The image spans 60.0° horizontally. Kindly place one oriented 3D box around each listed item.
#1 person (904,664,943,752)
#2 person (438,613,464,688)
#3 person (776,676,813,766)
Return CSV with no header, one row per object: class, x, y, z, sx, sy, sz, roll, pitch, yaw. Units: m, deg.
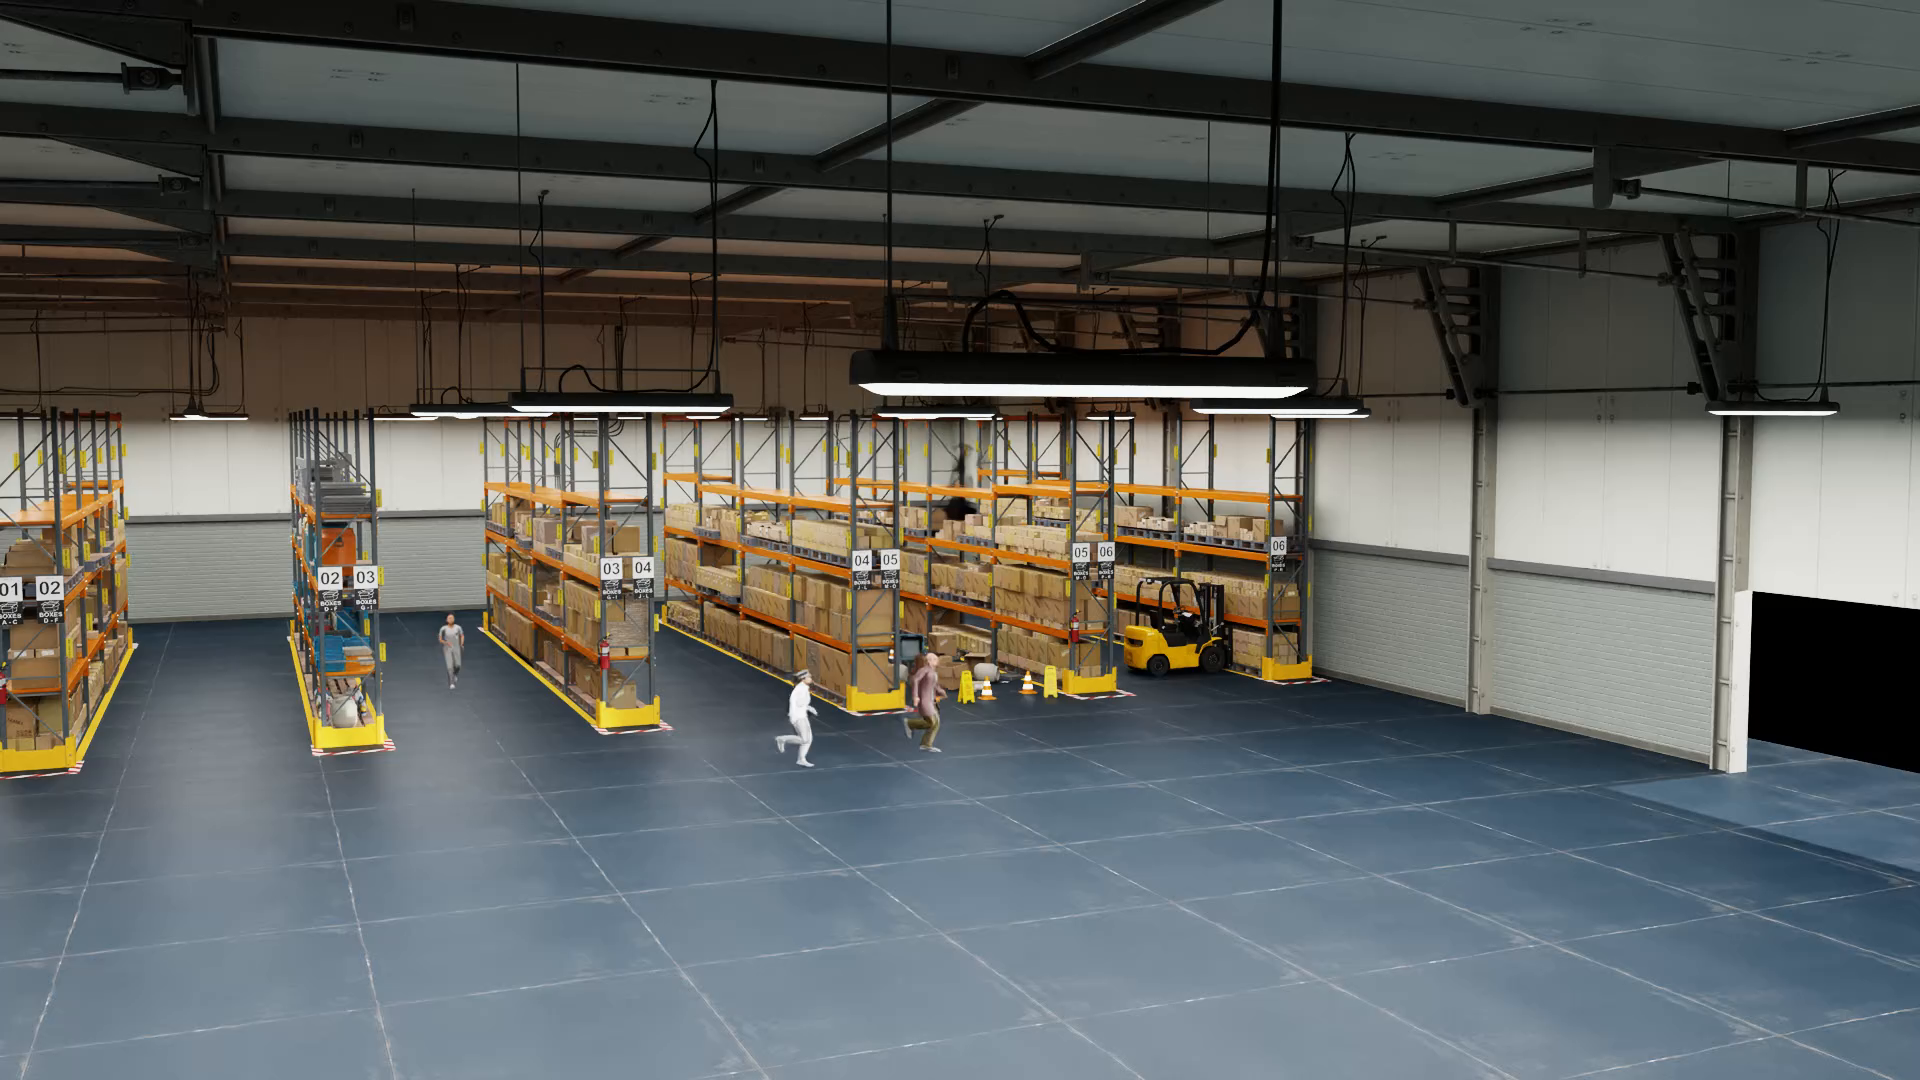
person,-0.657,2.935,29.136,0.651,1.545,0.748,2,4,22
person,-10.967,2.395,35.923,0.558,1.631,0.556,-2,4,-25
person,-2.765,3.000,27.856,0.616,1.601,0.647,0,4,5
